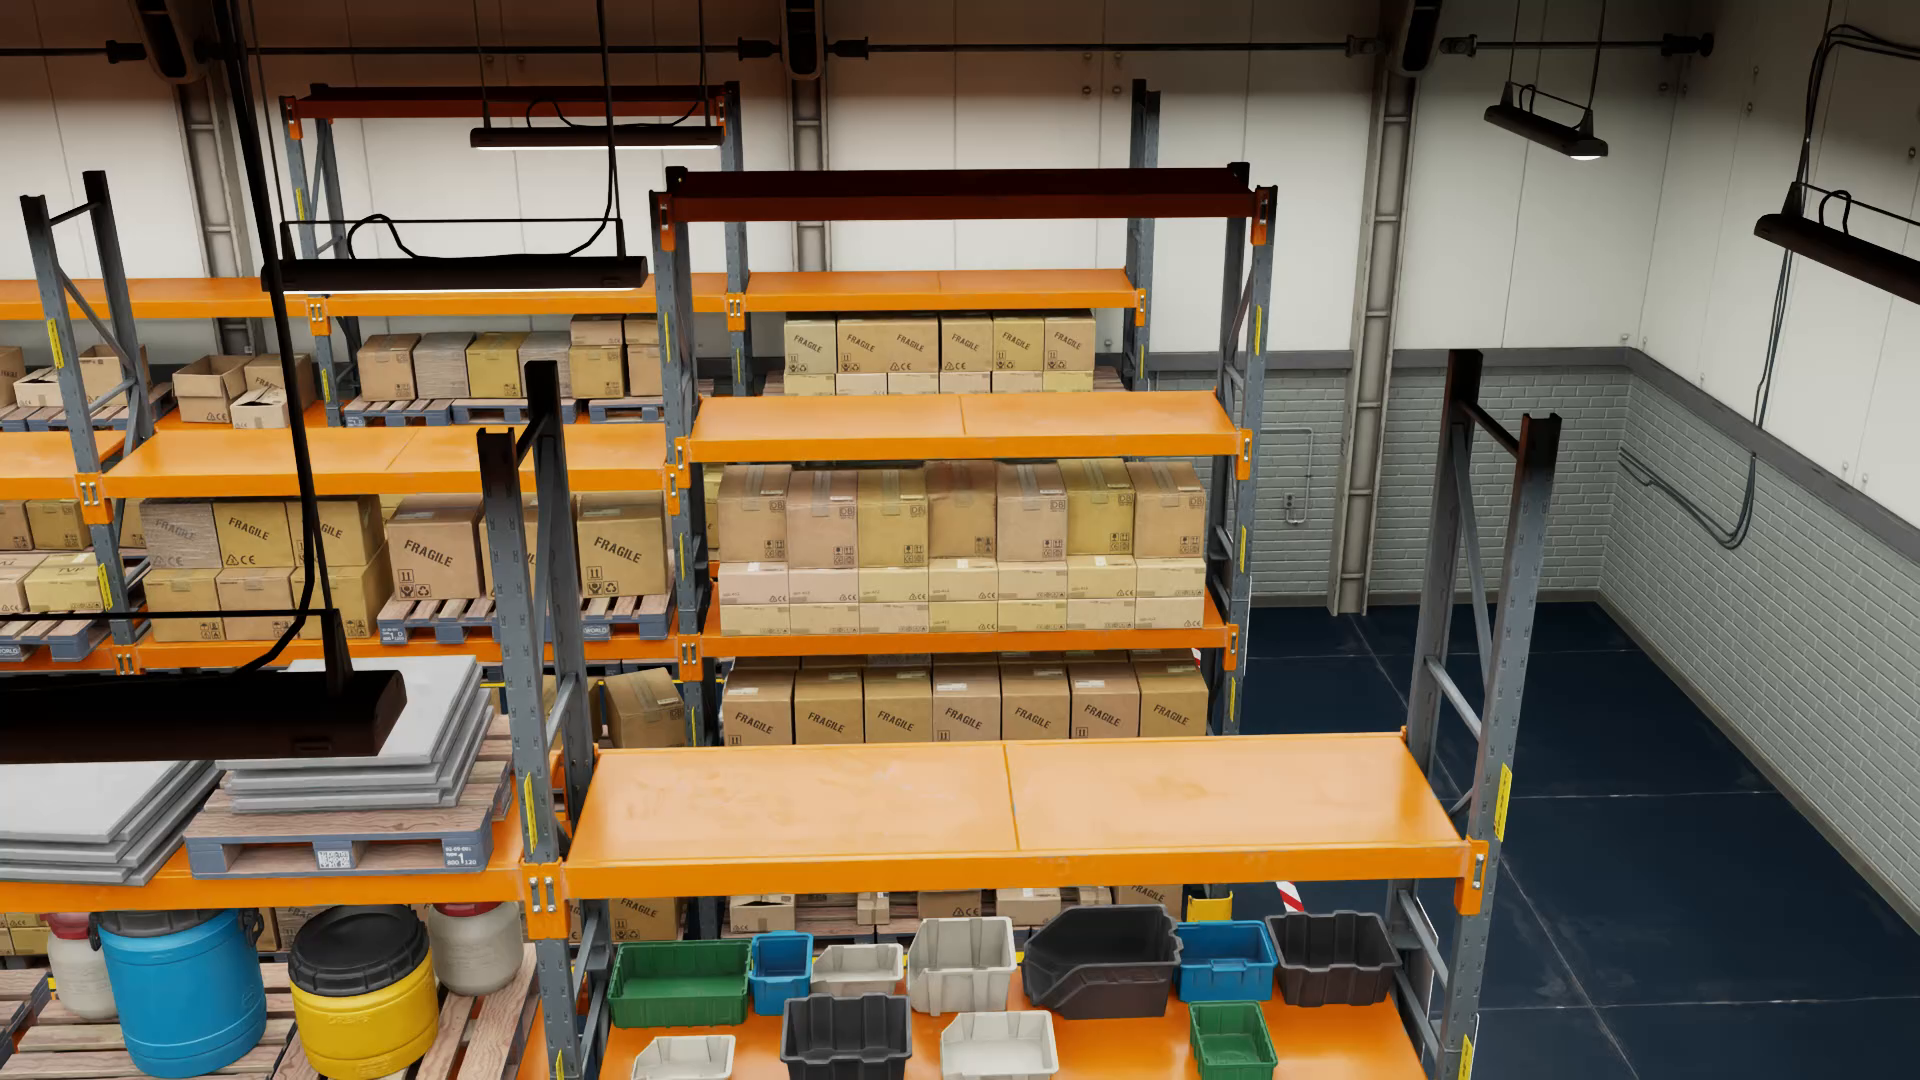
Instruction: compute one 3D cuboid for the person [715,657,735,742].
[{"bbox_3d":[-2.155,1.125,16.018,0.989,1.727,0.522,-7,23,-18],"label":"person"}]
